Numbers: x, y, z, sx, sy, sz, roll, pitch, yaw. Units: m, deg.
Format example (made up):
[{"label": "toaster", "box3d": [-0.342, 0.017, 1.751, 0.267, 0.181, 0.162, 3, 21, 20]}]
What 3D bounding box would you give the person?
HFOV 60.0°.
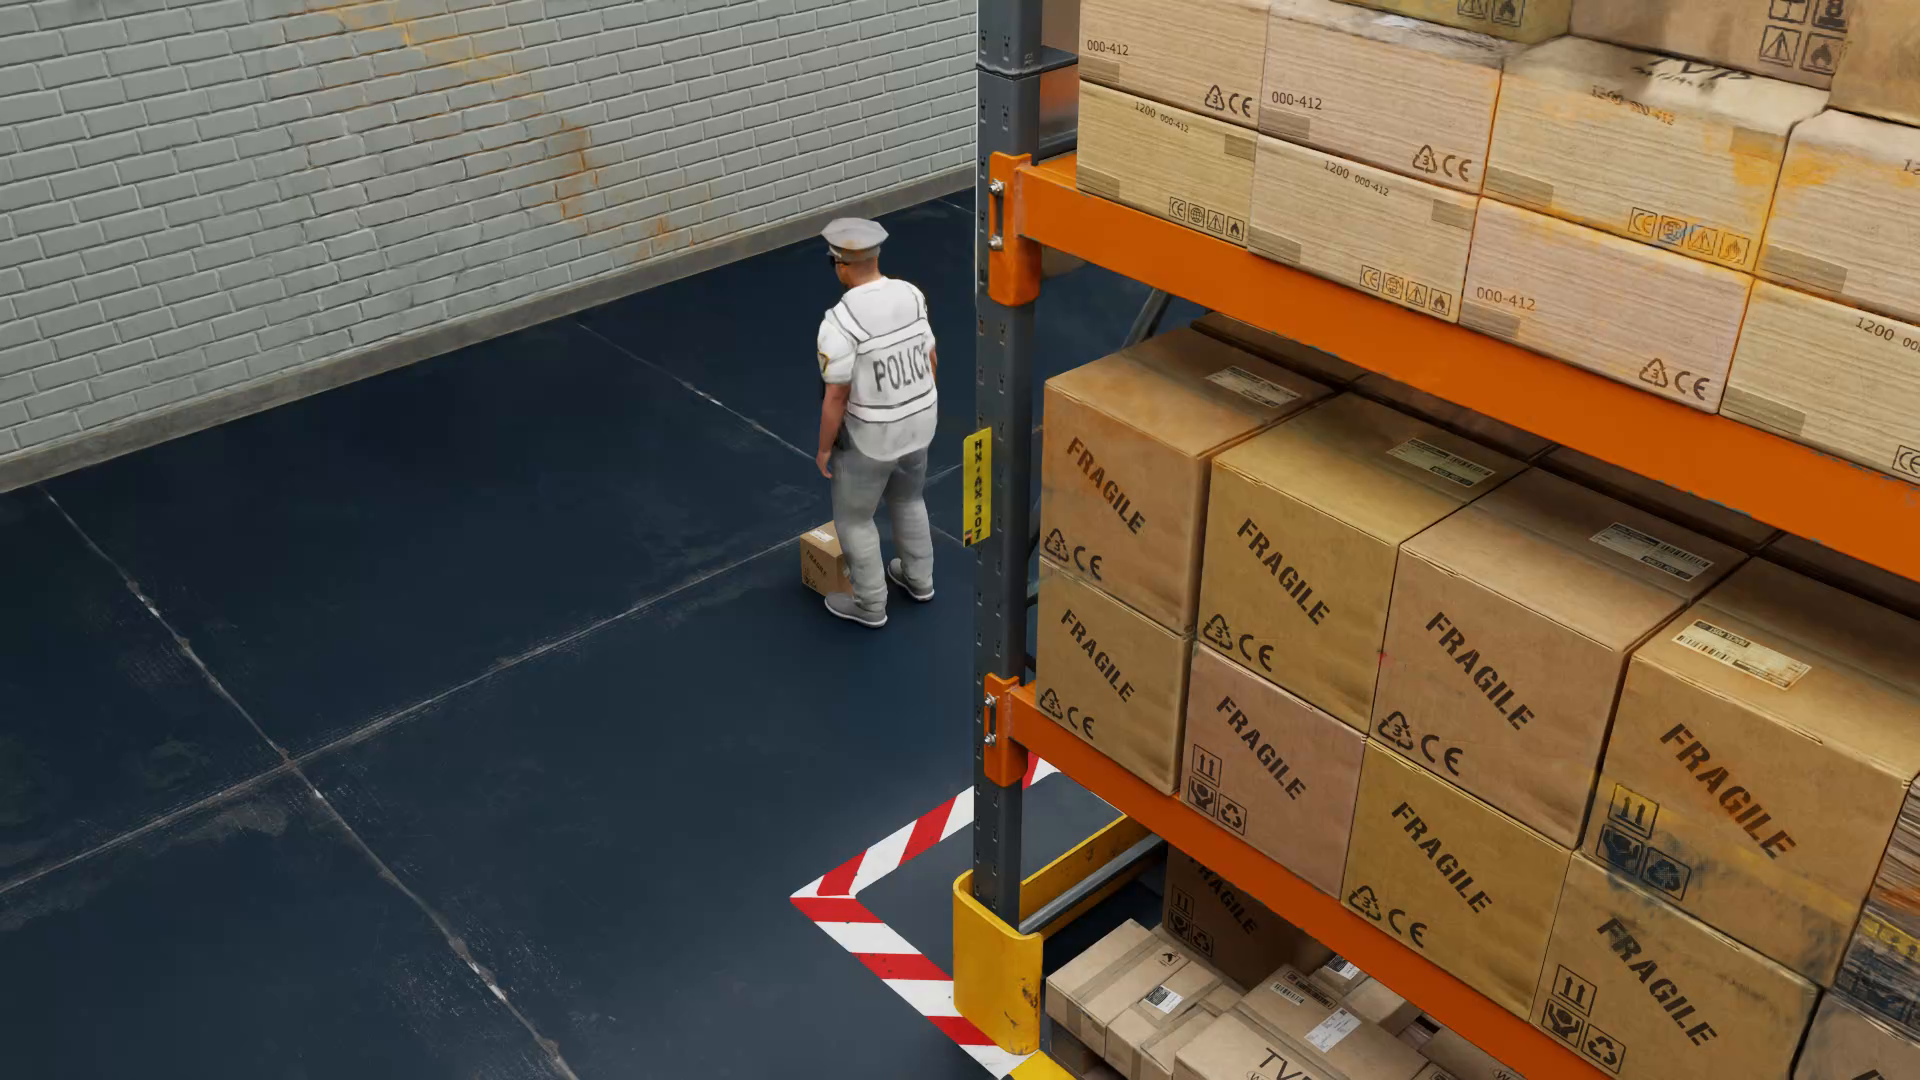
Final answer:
[{"label": "person", "box3d": [-0.334, -0.450, 6.860, 0.587, 1.748, 0.433, -26, 40, -36]}]
